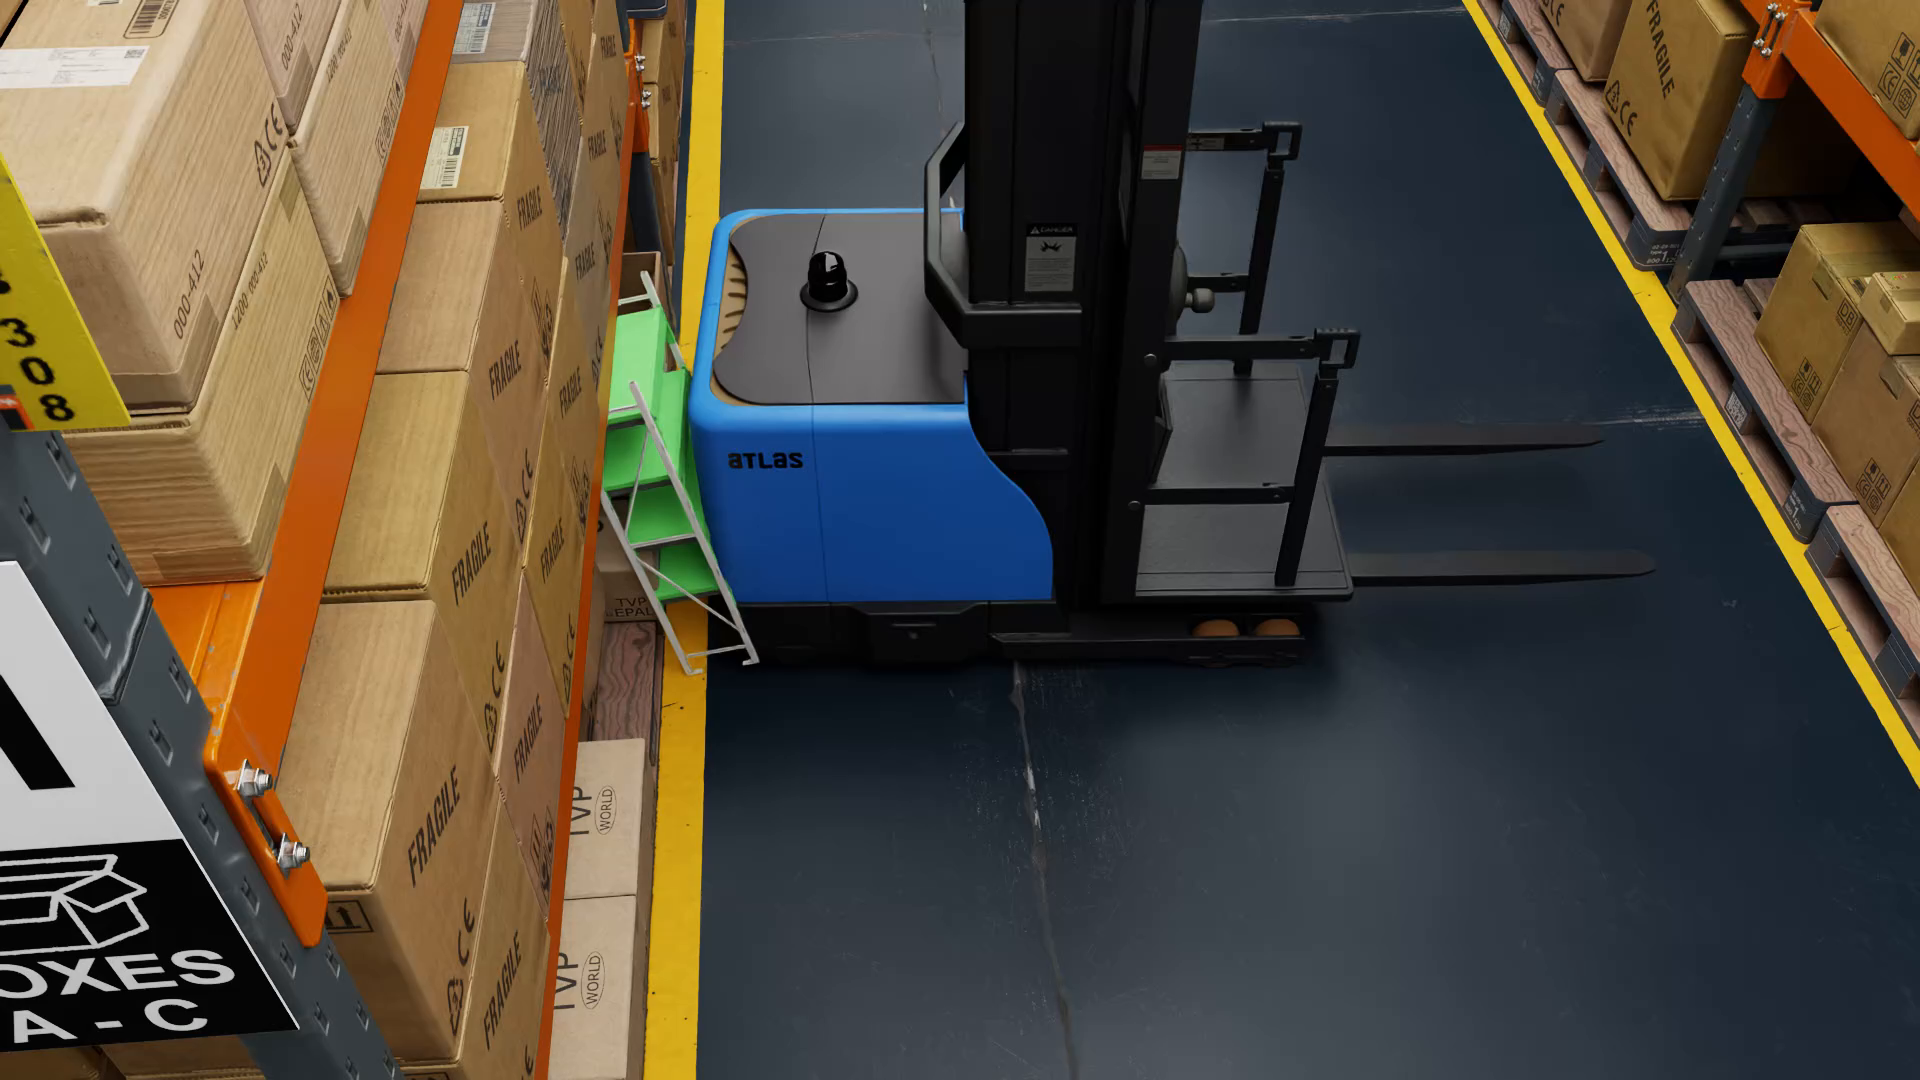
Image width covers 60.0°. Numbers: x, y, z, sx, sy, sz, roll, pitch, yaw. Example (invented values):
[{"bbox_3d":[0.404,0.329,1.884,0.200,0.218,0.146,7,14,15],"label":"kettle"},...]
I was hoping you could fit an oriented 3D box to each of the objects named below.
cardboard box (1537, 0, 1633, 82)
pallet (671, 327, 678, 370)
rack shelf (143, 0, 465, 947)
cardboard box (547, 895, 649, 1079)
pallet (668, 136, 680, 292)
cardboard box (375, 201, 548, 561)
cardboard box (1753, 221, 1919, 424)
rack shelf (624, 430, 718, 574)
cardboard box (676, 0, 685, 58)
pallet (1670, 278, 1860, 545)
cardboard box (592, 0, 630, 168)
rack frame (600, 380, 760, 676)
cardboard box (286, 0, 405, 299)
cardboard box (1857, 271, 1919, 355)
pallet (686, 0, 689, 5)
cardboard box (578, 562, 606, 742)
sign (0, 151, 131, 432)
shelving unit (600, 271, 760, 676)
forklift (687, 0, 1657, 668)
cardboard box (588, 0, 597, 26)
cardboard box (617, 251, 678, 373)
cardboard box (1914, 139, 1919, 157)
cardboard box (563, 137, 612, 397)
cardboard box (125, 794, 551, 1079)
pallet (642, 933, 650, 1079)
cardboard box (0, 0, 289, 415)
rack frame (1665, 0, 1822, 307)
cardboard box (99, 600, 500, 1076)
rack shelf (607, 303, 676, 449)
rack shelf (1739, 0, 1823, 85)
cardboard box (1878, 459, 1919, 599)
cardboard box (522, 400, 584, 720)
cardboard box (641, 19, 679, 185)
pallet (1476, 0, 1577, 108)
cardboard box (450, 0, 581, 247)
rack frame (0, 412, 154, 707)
[{"bbox_3d":[3.088,-2.545,7.286,0.750,0.750,0.750,-2,47,-2],"label":"cardboard box"},{"bbox_3d":[-1.530,-0.275,5.865,1.003,0.211,1.213,-3,47,-3],"label":"pallet"},{"bbox_3d":[-1.419,-1.068,3.125,1.077,0.370,4.000,-3,47,-3],"label":"rack shelf"},{"bbox_3d":[-1.057,1.185,4.152,0.500,0.250,0.500,-3,47,-3],"label":"cardboard box"},{"bbox_3d":[-1.692,-1.358,6.891,1.003,0.211,1.213,-3,47,-3],"label":"pallet"},{"bbox_3d":[-1.114,-0.292,3.203,0.500,0.500,0.500,-3,47,-3],"label":"cardboard box"},{"bbox_3d":[3.310,-0.772,5.848,0.700,0.500,0.500,-3,47,-3],"label":"cardboard box"},{"bbox_3d":[-0.877,-0.128,5.107,0.258,0.148,0.480,-11,46,5],"label":"rack shelf"},{"bbox_3d":[-1.516,-2.500,7.471,0.500,0.500,0.500,-5,47,-5],"label":"cardboard box"},{"bbox_3d":[3.335,-0.521,6.098,1.003,0.211,1.213,-3,47,-3],"label":"pallet"},{"bbox_3d":[-1.289,-1.419,4.959,0.500,0.500,0.500,-3,47,-3],"label":"cardboard box"},{"bbox_3d":[-0.872,0.003,4.892,0.240,1.200,0.015,-11,46,5],"label":"rack frame"},{"bbox_3d":[-1.070,-0.566,2.258,0.500,0.250,0.500,-3,47,-3],"label":"cardboard box"},{"bbox_3d":[3.157,-0.736,5.367,0.380,0.149,0.250,-2,47,-2],"label":"cardboard box"},{"bbox_3d":[-1.897,-3.123,8.563,1.003,0.211,1.213,-3,47,-3],"label":"pallet"},{"bbox_3d":[-1.424,0.335,4.783,0.797,0.503,0.637,-3,47,-3],"label":"cardboard box"},{"bbox_3d":[-0.711,-0.202,1.207,0.100,0.325,0.005,-3,47,-3],"label":"sign"},{"bbox_3d":[-0.889,-0.171,5.062,0.258,1.200,0.503,-11,46,5],"label":"shelving unit"},{"bbox_3d":[0.728,-0.985,4.664,3.031,2.935,1.130,-1,47,-1],"label":"forklift"},{"bbox_3d":[-1.286,-1.759,4.592,0.500,0.500,0.500,-3,47,-3],"label":"cardboard box"},{"bbox_3d":[-1.256,-0.627,5.697,0.500,0.500,0.500,-3,47,-3],"label":"cardboard box"},{"bbox_3d":[3.434,-1.216,4.629,0.980,0.700,0.700,-5,47,-4],"label":"cardboard box"},{"bbox_3d":[-1.199,-0.675,4.254,0.500,0.500,0.500,-3,47,-2],"label":"cardboard box"},{"bbox_3d":[-1.026,0.792,2.865,0.500,0.500,0.500,-3,47,-2],"label":"cardboard box"},{"bbox_3d":[-1.326,1.491,4.193,1.003,0.211,1.213,-3,47,-3],"label":"pallet"},{"bbox_3d":[-1.035,-0.376,1.733,0.500,0.250,0.500,-3,47,-3],"label":"cardboard box"},{"bbox_3d":[3.349,-2.034,5.611,1.000,3.000,0.127,-3,47,-3],"label":"rack frame"},{"bbox_3d":[-1.026,0.448,2.502,0.500,0.500,0.500,-2,47,-2],"label":"cardboard box"},{"bbox_3d":[-0.968,-0.452,4.765,0.258,0.148,0.480,-11,46,5],"label":"rack shelf"},{"bbox_3d":[3.182,-3.234,7.242,1.077,0.370,4.000,-3,47,-3],"label":"rack shelf"},{"bbox_3d":[3.389,-0.037,5.151,0.700,0.500,0.500,-3,47,-2],"label":"cardboard box"},{"bbox_3d":[-1.114,0.056,3.562,0.500,0.500,0.500,-4,47,-3],"label":"cardboard box"},{"bbox_3d":[-1.440,-1.772,6.781,0.500,0.500,0.500,-3,47,-3],"label":"cardboard box"},{"bbox_3d":[3.104,-2.514,7.986,1.003,0.211,1.213,-3,47,-3],"label":"pallet"},{"bbox_3d":[-1.199,-1.024,3.896,0.500,0.500,0.500,-3,47,-3],"label":"cardboard box"},{"bbox_3d":[-1.252,-0.899,0.404,1.000,3.000,0.127,-3,47,-3],"label":"rack frame"}]
